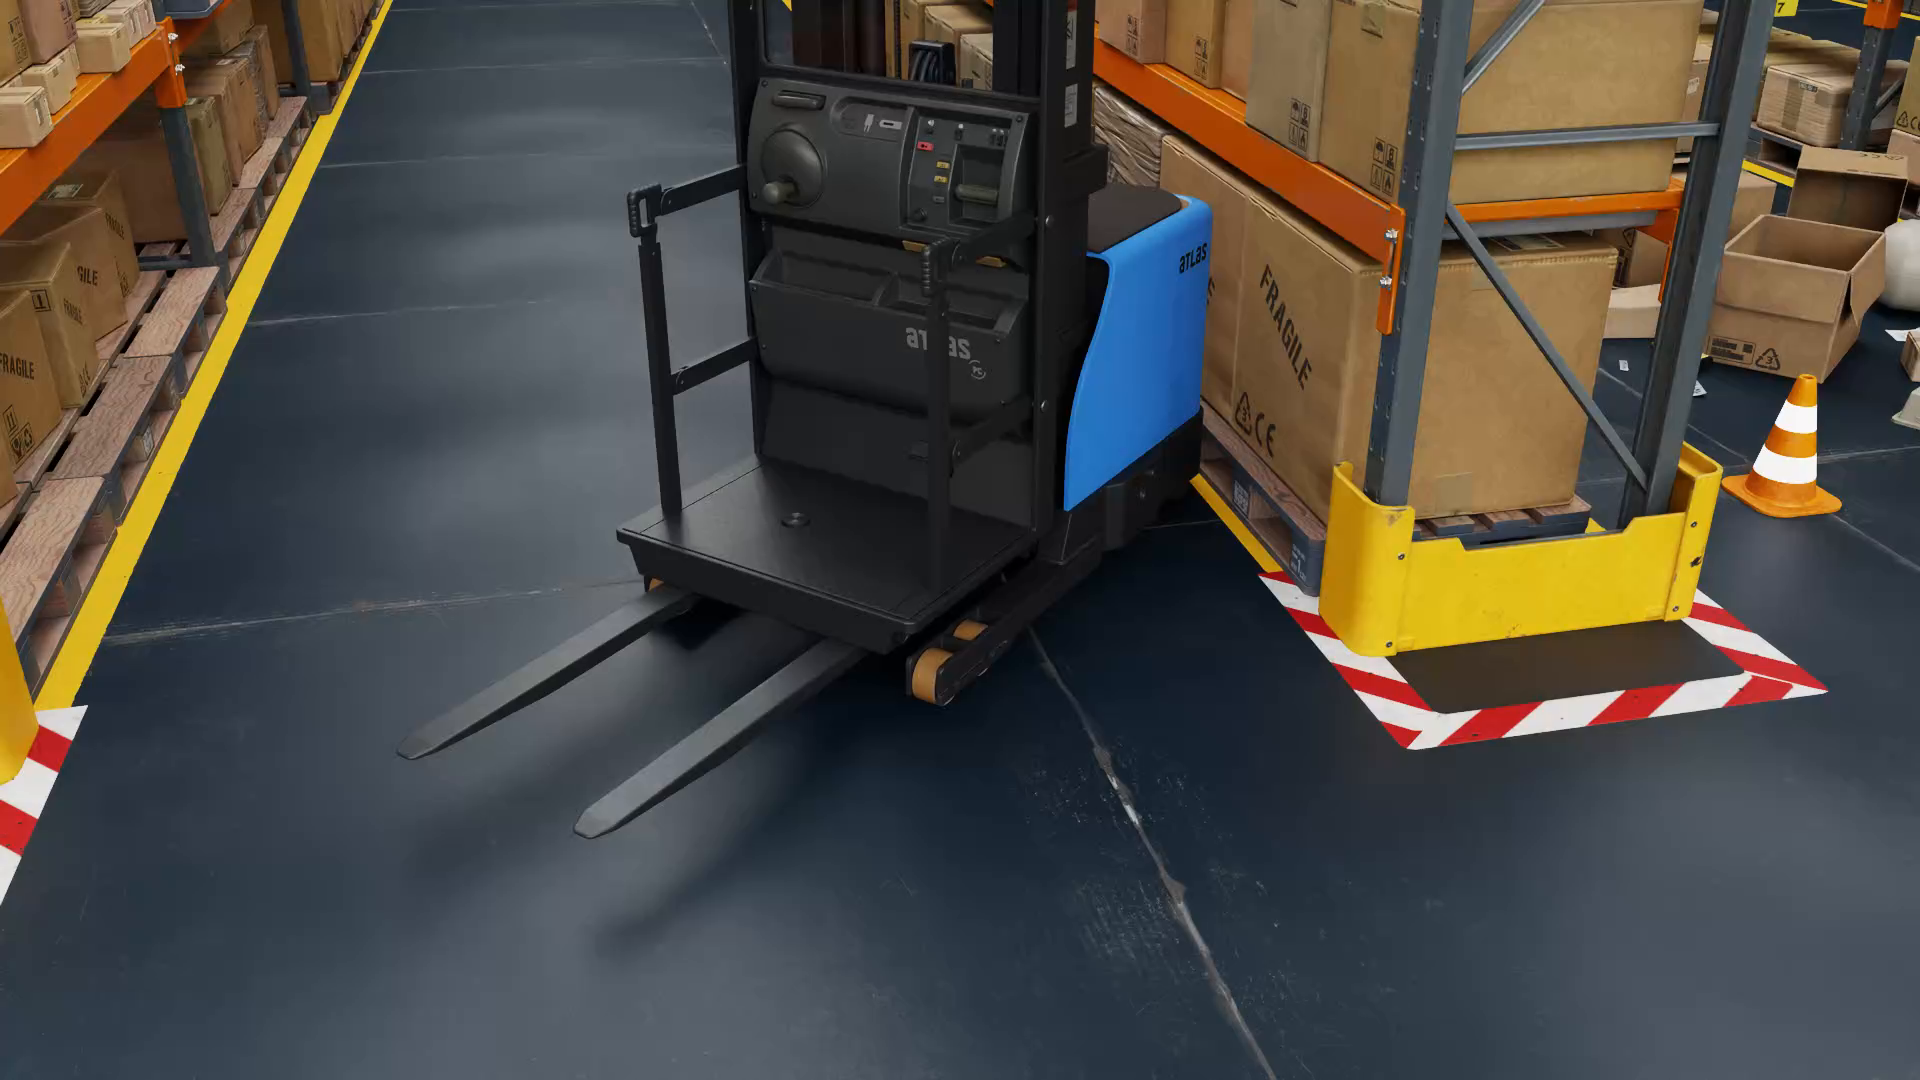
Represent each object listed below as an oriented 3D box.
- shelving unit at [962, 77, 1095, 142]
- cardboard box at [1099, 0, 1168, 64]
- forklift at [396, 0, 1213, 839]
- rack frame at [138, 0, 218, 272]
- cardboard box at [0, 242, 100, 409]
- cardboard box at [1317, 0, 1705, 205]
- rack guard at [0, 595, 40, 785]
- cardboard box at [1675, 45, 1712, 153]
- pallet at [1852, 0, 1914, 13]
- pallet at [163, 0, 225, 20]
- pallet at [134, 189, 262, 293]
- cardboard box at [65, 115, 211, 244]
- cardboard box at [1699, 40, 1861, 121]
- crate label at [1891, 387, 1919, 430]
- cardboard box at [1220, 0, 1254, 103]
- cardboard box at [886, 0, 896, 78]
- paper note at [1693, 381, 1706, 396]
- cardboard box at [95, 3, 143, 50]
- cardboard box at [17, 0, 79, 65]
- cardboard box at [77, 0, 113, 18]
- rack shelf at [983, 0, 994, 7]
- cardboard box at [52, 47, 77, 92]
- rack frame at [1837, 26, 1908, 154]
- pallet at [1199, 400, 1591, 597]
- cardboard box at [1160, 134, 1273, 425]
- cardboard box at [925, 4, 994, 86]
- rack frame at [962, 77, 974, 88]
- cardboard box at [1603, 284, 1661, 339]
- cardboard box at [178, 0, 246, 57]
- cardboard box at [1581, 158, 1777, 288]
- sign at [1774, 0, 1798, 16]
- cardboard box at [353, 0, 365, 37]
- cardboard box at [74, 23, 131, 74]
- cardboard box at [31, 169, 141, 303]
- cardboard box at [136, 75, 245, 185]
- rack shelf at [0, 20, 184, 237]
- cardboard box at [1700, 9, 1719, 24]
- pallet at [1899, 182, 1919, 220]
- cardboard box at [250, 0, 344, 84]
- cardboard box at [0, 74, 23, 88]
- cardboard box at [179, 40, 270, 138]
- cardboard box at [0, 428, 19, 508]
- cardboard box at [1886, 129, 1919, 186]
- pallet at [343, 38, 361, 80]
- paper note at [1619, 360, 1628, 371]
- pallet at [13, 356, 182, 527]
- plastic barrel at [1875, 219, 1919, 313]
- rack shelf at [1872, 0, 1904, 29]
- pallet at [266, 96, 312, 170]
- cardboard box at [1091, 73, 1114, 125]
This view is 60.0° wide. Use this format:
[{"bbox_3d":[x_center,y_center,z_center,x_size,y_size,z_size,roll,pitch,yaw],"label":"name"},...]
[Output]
[{"bbox_3d":[0.062,-1.256,6.991,0.538,1.125,1.048,-13,30,-24],"label":"shelving unit"},{"bbox_3d":[1.076,-2.297,6.806,0.875,0.550,0.550,-6,27,-12],"label":"cardboard box"},{"bbox_3d":[-0.334,-1.071,4.618,1.130,2.935,3.031,16,31,29],"label":"forklift"},{"bbox_3d":[-4.027,-2.420,7.215,1.000,3.000,0.127,-6,27,-12],"label":"rack frame"},{"bbox_3d":[-3.623,-0.796,6.307,0.500,0.500,0.500,-8,28,-16],"label":"cardboard box"},{"bbox_3d":[1.602,-1.348,4.926,0.875,0.550,0.550,-6,27,-12],"label":"cardboard box"},{"bbox_3d":[-3.143,0.419,4.365,1.175,0.500,0.348,-6,27,-12],"label":"rack guard"},{"bbox_3d":[3.900,-2.454,9.217,0.500,0.500,0.500,-6,27,-12],"label":"cardboard box"},{"bbox_3d":[9.159,-5.309,16.034,1.003,0.211,1.213,-6,27,-12],"label":"pallet"},{"bbox_3d":[-4.058,-2.684,7.952,1.003,0.211,1.213,-6,27,-12],"label":"pallet"},{"bbox_3d":[-4.204,-1.516,8.520,1.003,0.211,1.213,-6,27,-12],"label":"pallet"},{"bbox_3d":[-4.145,-1.772,8.217,0.700,0.500,0.500,-8,28,-16],"label":"cardboard box"},{"bbox_3d":[5.342,-2.986,10.787,0.950,0.372,0.625,-4,27,-8],"label":"cardboard box"},{"bbox_3d":[3.933,-0.527,6.641,0.250,0.136,0.298,-23,35,-38],"label":"crate label"},{"bbox_3d":[1.453,-1.846,5.912,0.875,0.550,0.550,-6,27,-12],"label":"cardboard box"},{"bbox_3d":[-0.024,-3.542,11.469,1.050,0.750,0.750,-6,27,-12],"label":"cardboard box"},{"bbox_3d":[3.039,-0.639,6.985,0.144,0.017,0.142,3,27,6],"label":"paper note"},{"bbox_3d":[-3.645,-2.132,6.924,0.380,0.149,0.250,-6,27,-12],"label":"cardboard box"},{"bbox_3d":[-3.697,-1.961,5.865,0.875,0.500,0.500,-6,27,-12],"label":"cardboard box"},{"bbox_3d":[-3.986,-2.393,6.722,0.875,0.500,0.500,-6,27,-12],"label":"cardboard box"},{"bbox_3d":[0.377,-3.436,10.027,1.077,0.370,4.000,-6,27,-12],"label":"rack shelf"},{"bbox_3d":[-3.459,-1.689,6.047,0.380,0.149,0.250,-6,27,-12],"label":"cardboard box"},{"bbox_3d":[5.628,-3.426,9.209,1.000,3.000,0.127,-6,27,-12],"label":"rack frame"},{"bbox_3d":[1.473,-0.221,5.954,1.003,0.211,1.213,-6,27,-12],"label":"pallet"},{"bbox_3d":[1.312,-1.039,6.371,0.875,0.875,0.875,-6,27,-12],"label":"cardboard box"},{"bbox_3d":[0.387,-2.749,9.899,1.050,0.750,0.750,-6,27,-12],"label":"cardboard box"},{"bbox_3d":[-0.169,-1.460,7.395,0.500,1.125,0.032,-13,30,-24],"label":"rack frame"},{"bbox_3d":[3.010,-1.091,7.617,0.396,0.266,0.258,-1,27,-3],"label":"cardboard box"},{"bbox_3d":[-4.619,-3.068,9.953,0.500,0.250,0.500,-3,27,-6],"label":"cardboard box"},{"bbox_3d":[3.448,-1.540,8.092,0.797,0.637,0.503,-6,27,-12],"label":"cardboard box"},{"bbox_3d":[2.271,-1.599,4.539,0.100,0.325,0.005,-6,27,-12],"label":"sign"},{"bbox_3d":[-5.464,-4.500,13.228,1.225,0.875,0.875,-7,28,-13],"label":"cardboard box"},{"bbox_3d":[-3.483,-1.918,6.500,0.380,0.149,0.250,-6,27,-12],"label":"cardboard box"},{"bbox_3d":[-3.976,-1.312,7.328,0.500,0.500,0.500,-7,28,-13],"label":"cardboard box"},{"bbox_3d":[-4.360,-2.229,9.123,0.700,0.500,0.500,-8,28,-16],"label":"cardboard box"},{"bbox_3d":[-3.577,-1.221,5.638,1.077,0.370,4.000,-6,27,-12],"label":"rack shelf"},{"bbox_3d":[5.018,-3.624,12.052,0.950,0.372,0.625,-6,27,-13],"label":"cardboard box"},{"bbox_3d":[5.814,-1.890,9.260,1.003,0.211,1.213,-6,27,-12],"label":"pallet"},{"bbox_3d":[-5.064,-3.720,11.683,1.225,0.875,0.875,-7,28,-14],"label":"cardboard box"},{"bbox_3d":[-3.387,-1.465,5.603,0.380,0.149,0.250,-6,27,-12],"label":"cardboard box"},{"bbox_3d":[-4.621,-2.722,10.100,0.700,0.500,0.500,-8,28,-16],"label":"cardboard box"},{"bbox_3d":[-3.418,-0.270,5.264,0.500,0.500,0.500,1,27,2],"label":"cardboard box"},{"bbox_3d":[5.498,-2.100,9.166,0.500,0.250,0.500,-7,28,-14],"label":"cardboard box"},{"bbox_3d":[-5.304,-3.819,13.082,1.003,0.211,1.213,-6,27,-12],"label":"pallet"},{"bbox_3d":[2.893,-0.761,7.247,0.032,0.001,0.123,8,28,15],"label":"paper note"},{"bbox_3d":[-3.563,-0.347,6.203,1.003,0.211,1.213,-6,27,-12],"label":"pallet"},{"bbox_3d":[4.589,-1.273,7.802,0.512,0.421,0.421,13,30,24],"label":"plastic barrel"},{"bbox_3d":[6.079,-2.227,7.631,1.077,0.370,4.000,-6,27,-12],"label":"rack shelf"},{"bbox_3d":[-4.754,-2.588,10.642,1.003,0.211,1.213,-6,27,-12],"label":"pallet"},{"bbox_3d":[0.901,-1.835,7.948,0.875,0.875,0.875,-6,27,-11],"label":"cardboard box"}]
